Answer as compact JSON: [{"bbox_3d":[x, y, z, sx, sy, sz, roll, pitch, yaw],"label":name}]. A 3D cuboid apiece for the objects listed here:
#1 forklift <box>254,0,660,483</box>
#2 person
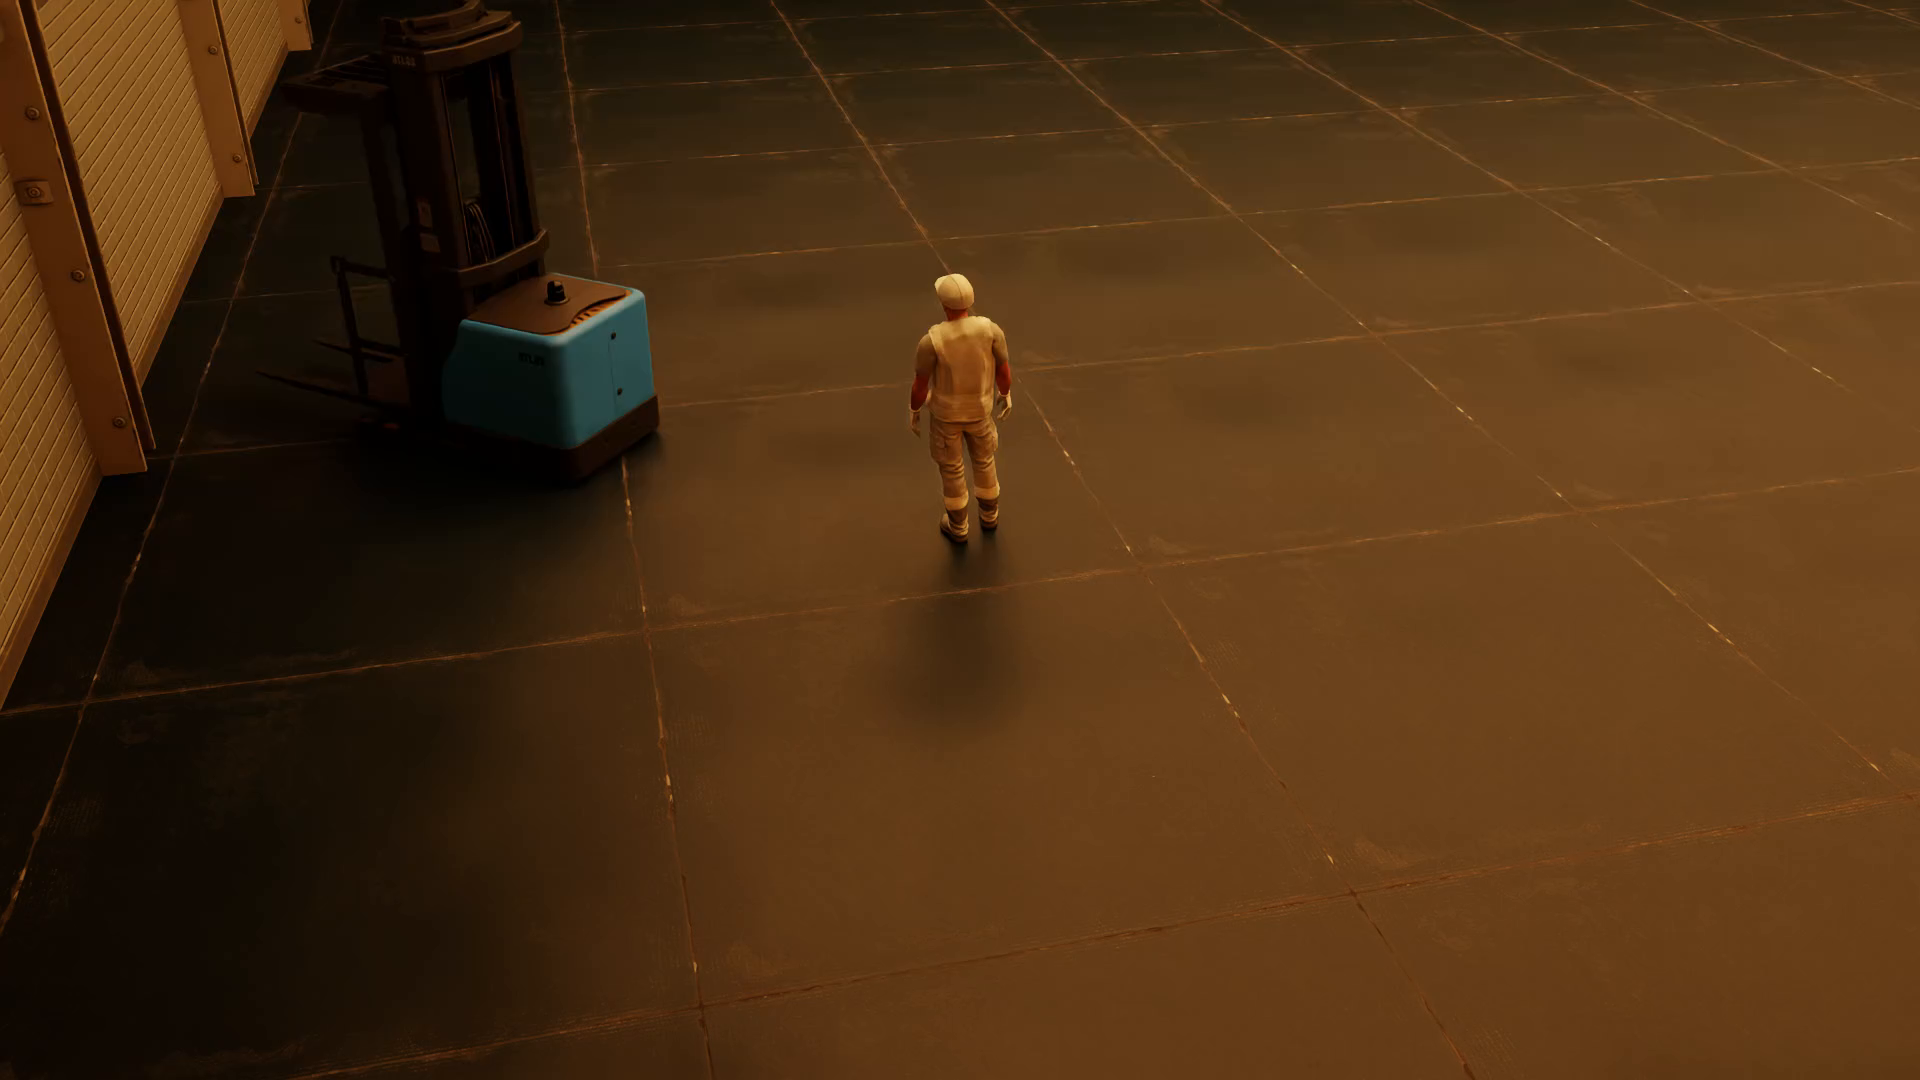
[{"bbox_3d":[-3.682,-2.145,11.279,3.031,2.935,1.130,14,33,22],"label":"forklift"},{"bbox_3d":[-0.007,-0.822,10.118,0.637,1.790,0.562,-7,31,-12],"label":"person"}]
